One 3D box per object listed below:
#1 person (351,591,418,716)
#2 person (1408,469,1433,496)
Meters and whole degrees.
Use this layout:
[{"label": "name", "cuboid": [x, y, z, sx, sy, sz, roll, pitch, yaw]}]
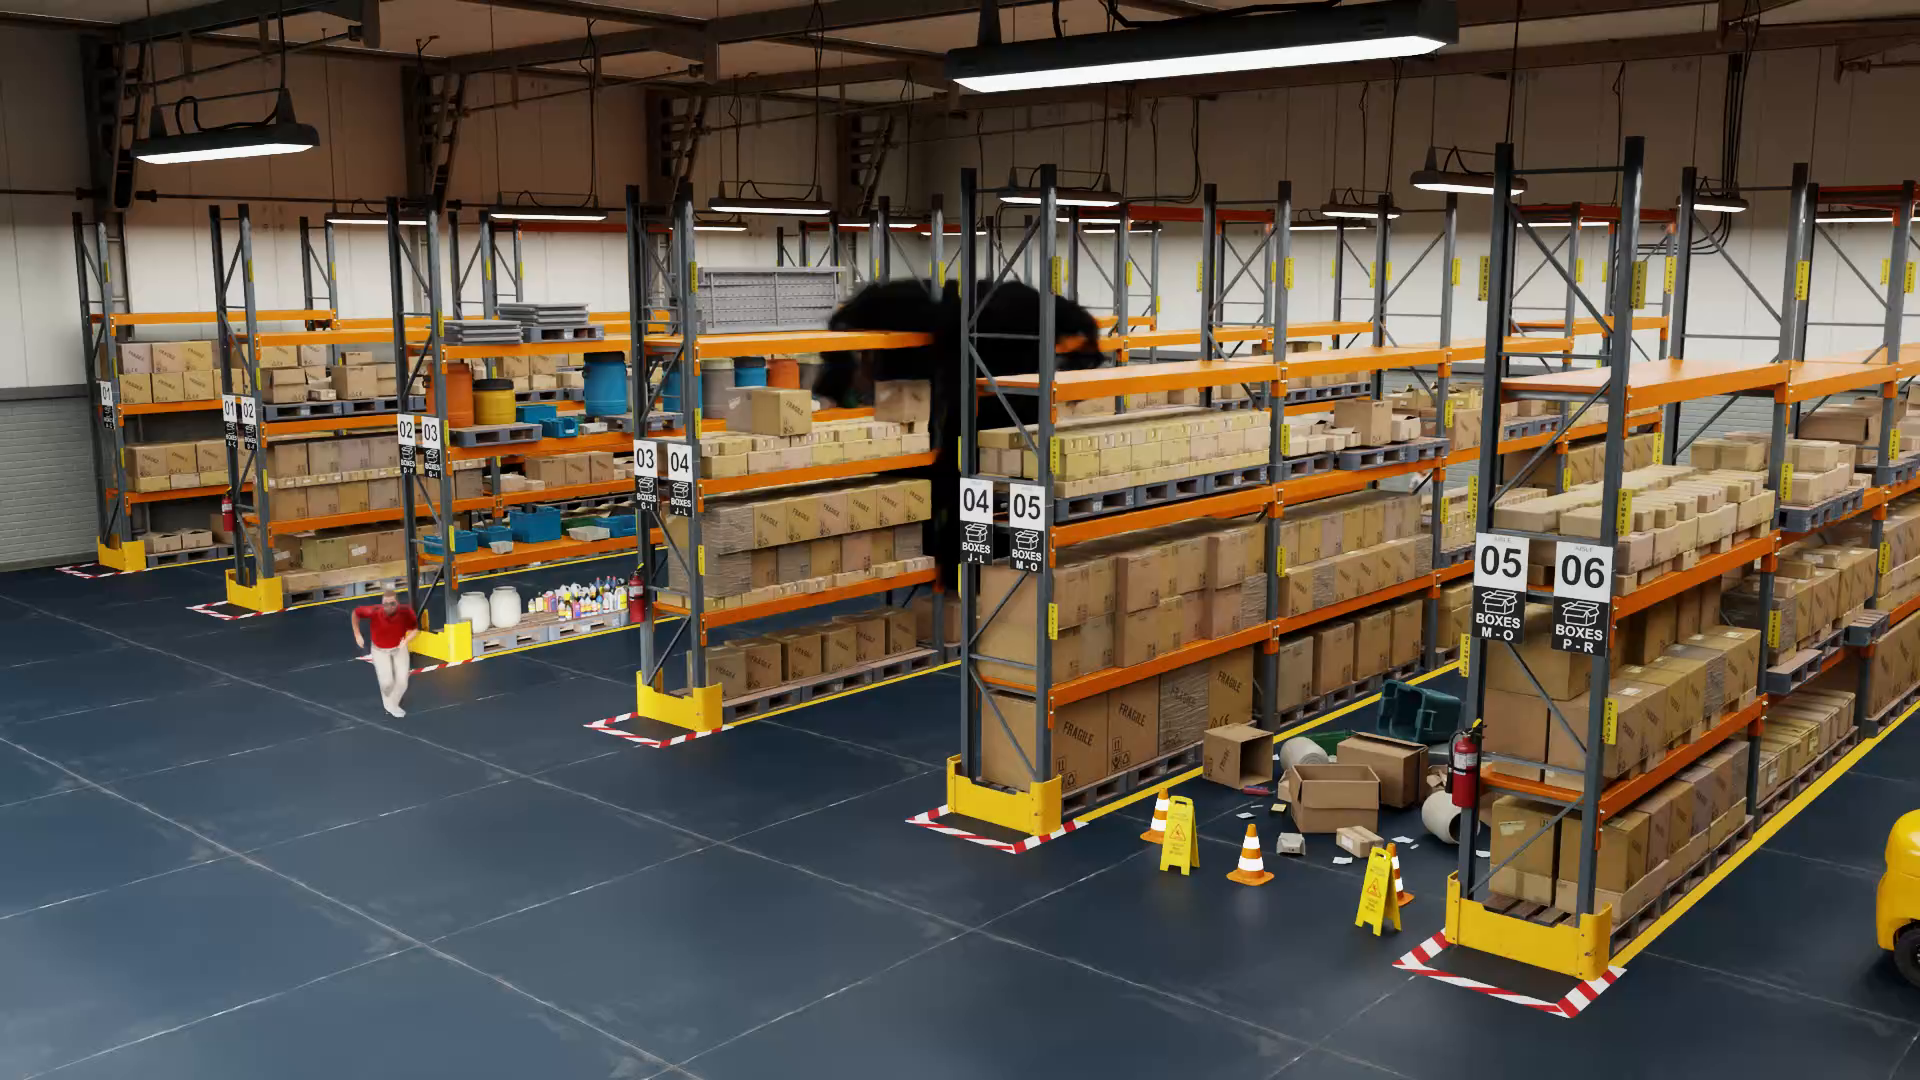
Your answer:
[{"label": "person", "cuboid": [-6.489, 1.299, 18.820, 0.695, 1.552, 0.892, -4, 10, -24]}, {"label": "person", "cuboid": [8.476, -0.659, 30.392, 0.595, 1.612, 0.611, 0, 9, -2]}]
